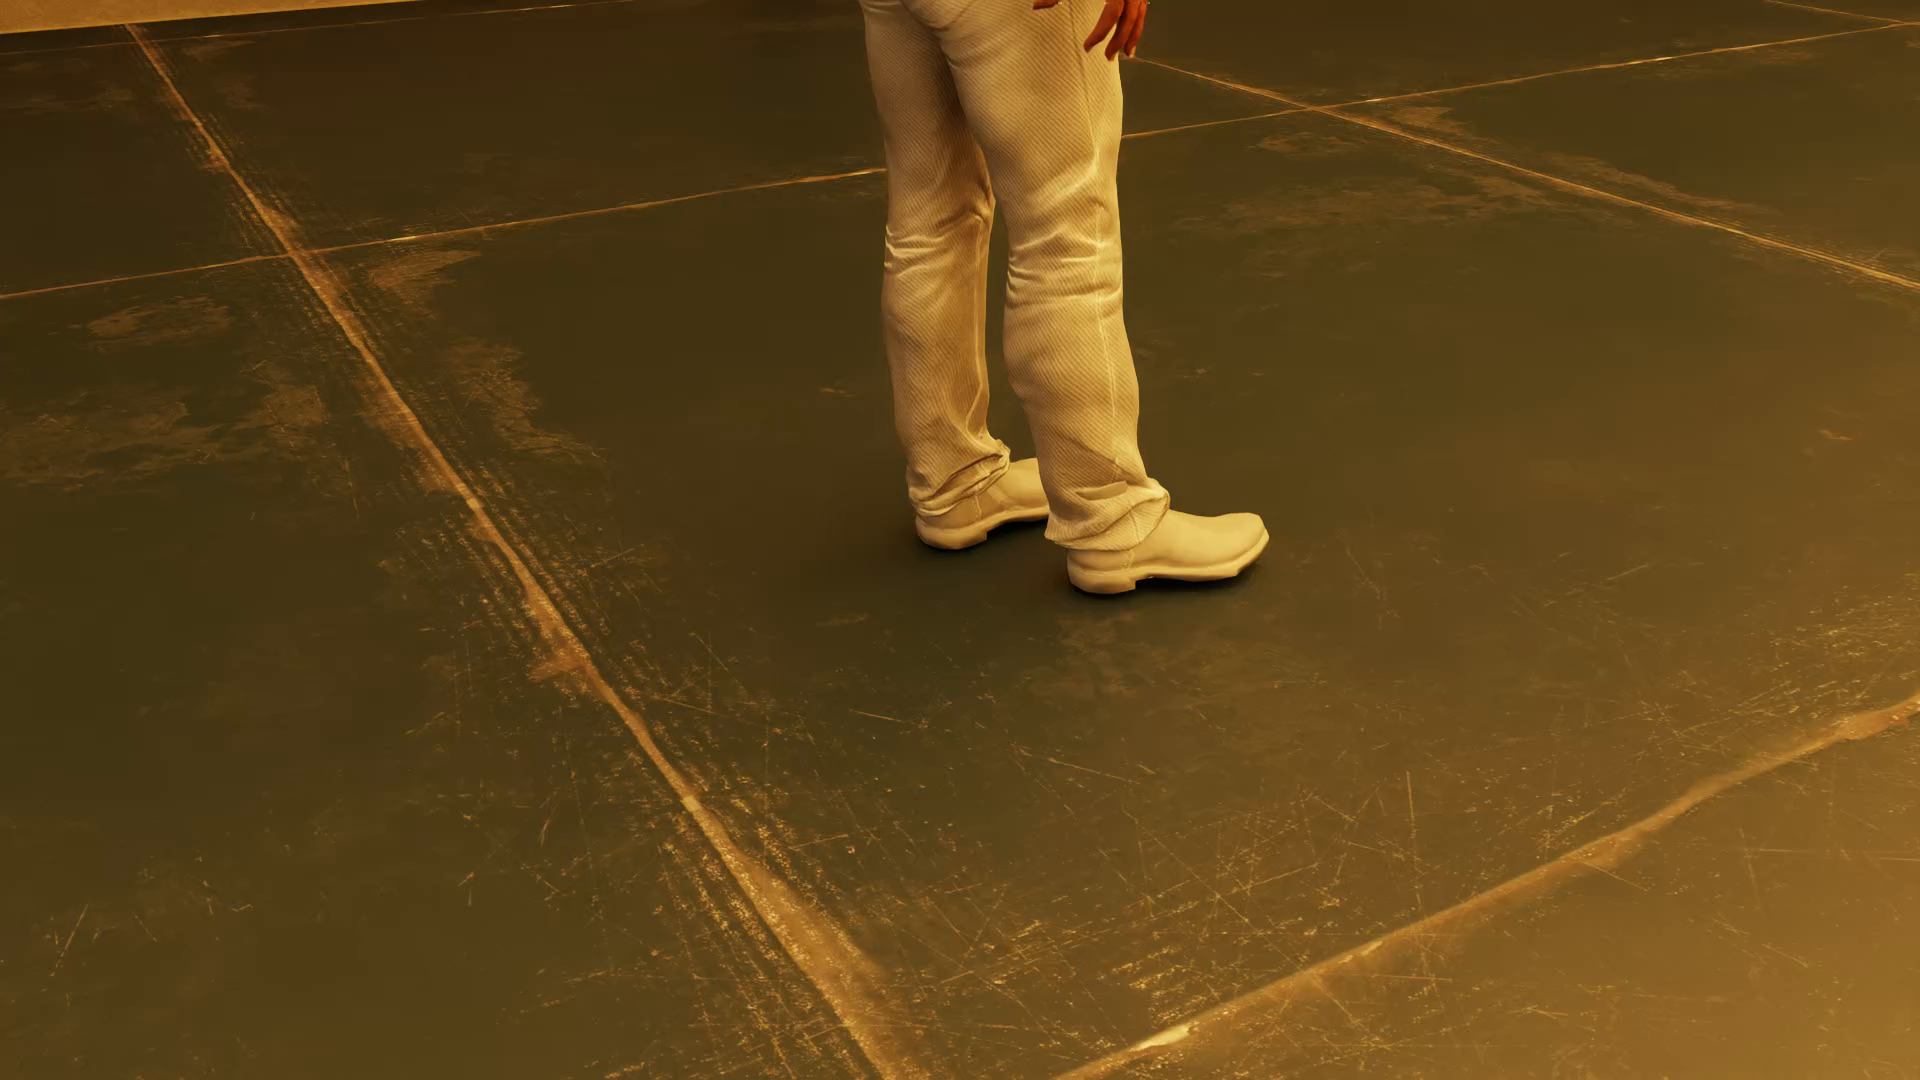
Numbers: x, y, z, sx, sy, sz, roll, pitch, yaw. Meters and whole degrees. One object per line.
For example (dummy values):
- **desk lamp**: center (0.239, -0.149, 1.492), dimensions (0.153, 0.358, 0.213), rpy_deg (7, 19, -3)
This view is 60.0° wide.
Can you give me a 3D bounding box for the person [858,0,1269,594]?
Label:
- **person**: center (0.063, -0.808, 2.125), dimensions (0.575, 1.768, 0.666), rpy_deg (-15, 30, -26)
